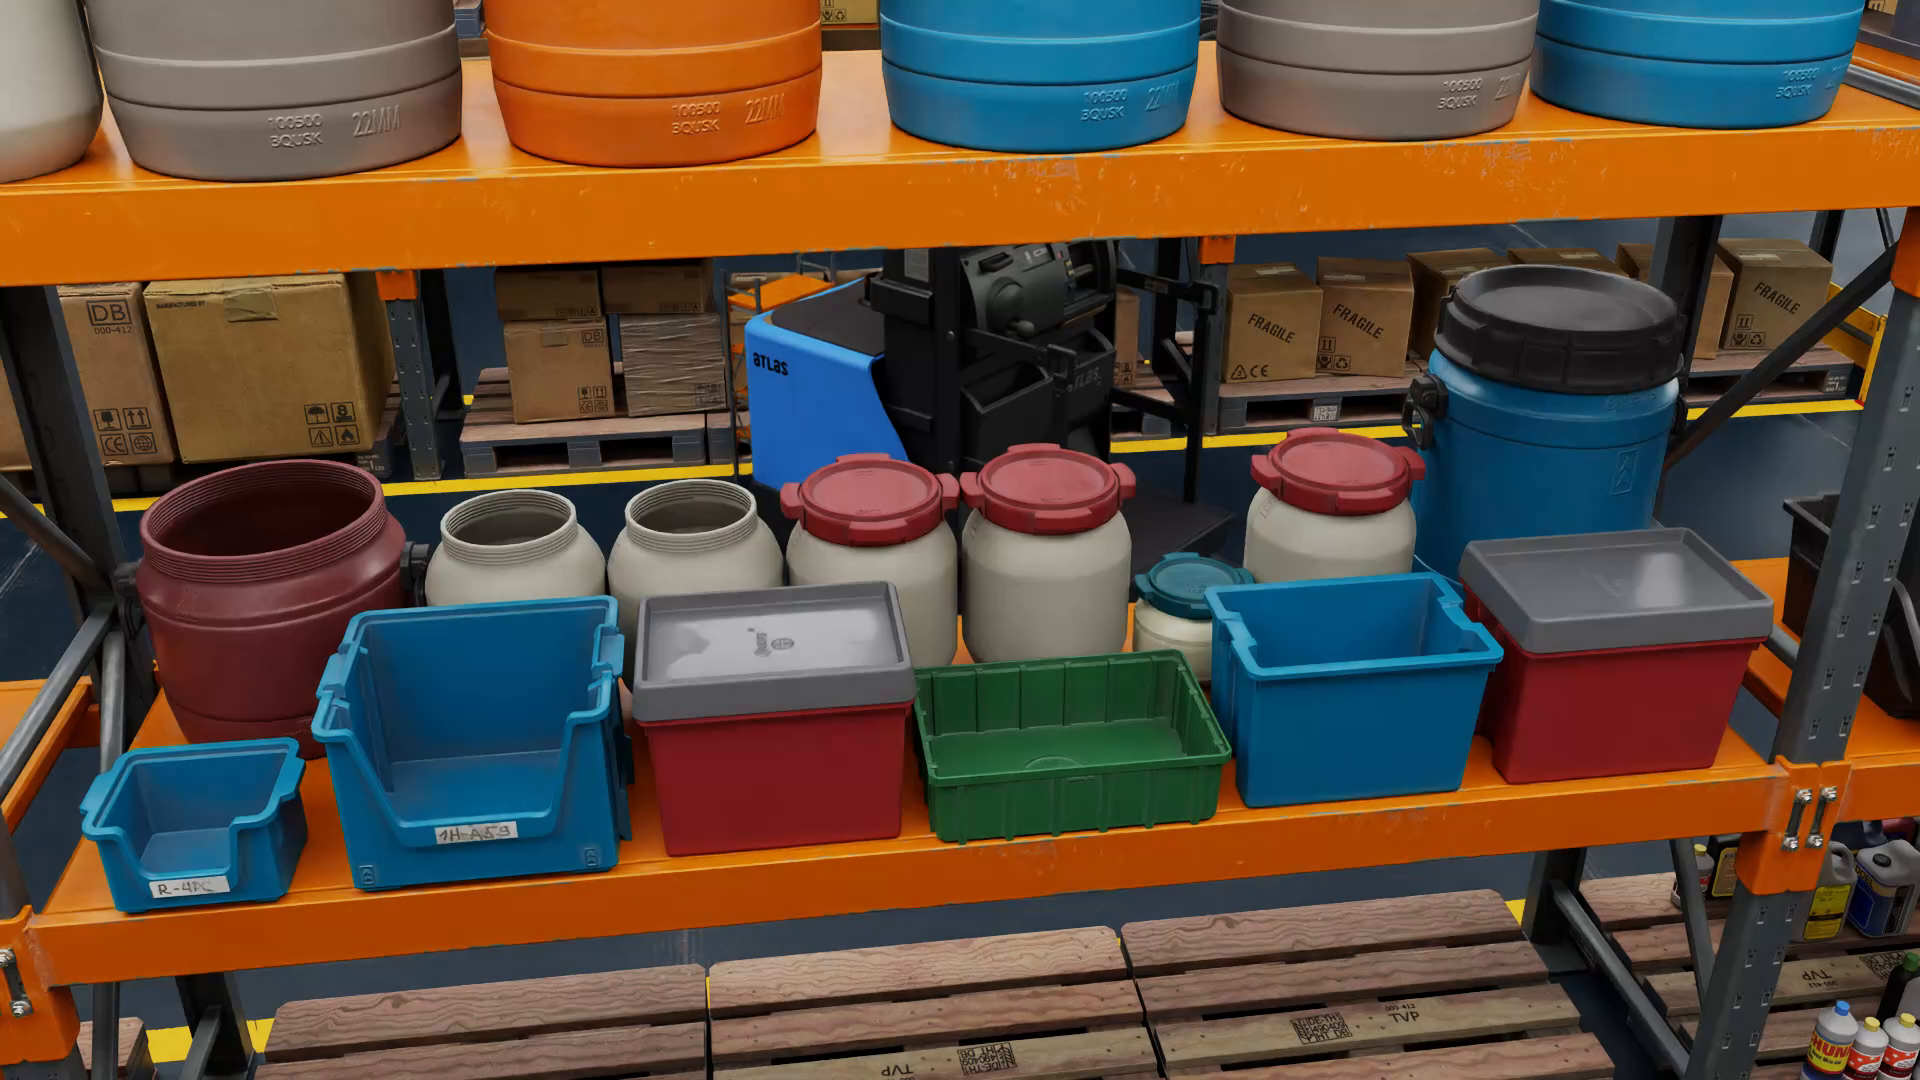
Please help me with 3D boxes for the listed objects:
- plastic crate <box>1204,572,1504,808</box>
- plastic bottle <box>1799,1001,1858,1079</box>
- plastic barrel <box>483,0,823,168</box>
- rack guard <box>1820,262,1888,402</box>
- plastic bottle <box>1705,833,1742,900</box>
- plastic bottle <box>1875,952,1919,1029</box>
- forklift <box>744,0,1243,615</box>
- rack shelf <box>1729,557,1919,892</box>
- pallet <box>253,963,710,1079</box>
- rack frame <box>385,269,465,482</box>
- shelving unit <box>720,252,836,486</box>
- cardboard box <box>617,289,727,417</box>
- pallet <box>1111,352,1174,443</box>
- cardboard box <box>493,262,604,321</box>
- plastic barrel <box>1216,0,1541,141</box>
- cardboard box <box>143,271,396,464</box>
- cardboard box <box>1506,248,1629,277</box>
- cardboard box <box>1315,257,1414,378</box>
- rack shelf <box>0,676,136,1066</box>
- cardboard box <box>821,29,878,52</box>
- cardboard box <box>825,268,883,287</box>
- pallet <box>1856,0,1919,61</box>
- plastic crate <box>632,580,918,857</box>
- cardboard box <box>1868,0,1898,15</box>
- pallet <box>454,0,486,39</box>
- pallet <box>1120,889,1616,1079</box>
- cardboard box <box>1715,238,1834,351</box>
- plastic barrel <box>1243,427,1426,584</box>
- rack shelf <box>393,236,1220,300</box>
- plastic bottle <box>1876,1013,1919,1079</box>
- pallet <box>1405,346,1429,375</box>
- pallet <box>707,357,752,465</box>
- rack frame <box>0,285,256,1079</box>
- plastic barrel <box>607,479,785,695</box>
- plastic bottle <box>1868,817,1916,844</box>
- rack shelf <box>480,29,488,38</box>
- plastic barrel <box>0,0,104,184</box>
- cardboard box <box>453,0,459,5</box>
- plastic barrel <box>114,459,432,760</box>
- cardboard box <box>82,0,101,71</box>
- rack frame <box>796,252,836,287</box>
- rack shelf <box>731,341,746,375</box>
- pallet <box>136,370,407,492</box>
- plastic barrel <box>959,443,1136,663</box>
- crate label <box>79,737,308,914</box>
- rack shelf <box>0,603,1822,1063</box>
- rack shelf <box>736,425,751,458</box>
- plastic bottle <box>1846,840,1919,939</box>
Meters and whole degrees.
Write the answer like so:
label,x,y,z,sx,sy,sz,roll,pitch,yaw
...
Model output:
label,x,y,z,sx,sy,sz,roll,pitch,yaw
plastic crate,0.869,0.351,3.798,0.575,0.384,0.392,-4,27,-7
plastic bottle,2.295,1.329,4.381,0.097,0.271,0.097,0,27,0
plastic barrel,-0.552,-1.134,2.919,0.708,0.830,0.600,-4,27,-7
rack guard,5.114,-1.244,9.626,0.348,0.500,1.175,-4,27,-7
plastic bottle,2.348,0.966,5.075,0.133,0.283,0.061,-2,27,-5
plastic bottle,2.596,1.242,4.536,0.133,0.283,0.061,-4,27,-7
forklift,0.490,-1.054,6.594,3.031,2.935,1.130,21,34,35
rack shelf,3.899,0.326,4.618,4.000,0.370,1.077,-4,27,-7
pallet,-1.270,1.596,4.408,1.213,0.211,1.003,-4,27,-7
rack frame,-2.733,-1.852,8.073,0.127,3.000,1.000,-4,27,-7
shelving unit,-0.831,-0.743,7.884,0.258,1.200,0.503,21,34,34
cardboard box,-1.525,-1.028,8.724,0.500,0.500,0.700,-6,28,-11
pallet,0.457,-0.815,9.108,1.213,0.211,1.003,-4,27,-7
cardboard box,-2.074,-1.325,8.482,0.500,0.250,0.500,-3,27,-5
plastic barrel,0.797,-1.253,3.071,0.600,0.901,0.600,0,27,0
cardboard box,-3.419,-1.059,8.395,0.875,0.875,1.225,-5,28,-10
cardboard box,3.359,-1.319,9.312,0.500,0.500,0.500,-1,27,-2
cardboard box,2.196,-1.228,9.136,0.500,0.500,0.500,5,28,9
rack shelf,-4.023,0.834,3.626,4.000,0.370,1.077,-4,27,-7
cardboard box,-0.476,-2.187,8.154,0.637,0.503,0.797,-1,27,-2
cardboard box,-0.412,-1.103,8.870,0.500,0.500,0.700,-6,28,-12
pallet,2.619,-1.208,3.739,1.003,0.211,1.213,-4,27,-7
plastic crate,-0.400,0.394,3.626,0.583,0.464,0.402,-4,27,-7
cardboard box,4.679,-2.836,8.460,0.500,0.500,0.500,-4,27,-7
pallet,-4.015,-3.922,12.317,1.003,0.211,1.213,-4,27,-7
pallet,1.146,1.441,4.711,1.213,0.211,1.003,-4,27,-7
cardboard box,4.568,-1.403,9.477,0.500,0.500,0.500,1,27,2
plastic barrel,0.940,0.034,4.249,0.433,0.535,0.433,0,27,0
rack shelf,-0.752,-1.659,8.486,4.000,0.370,1.077,-4,27,-7
plastic bottle,2.496,1.347,4.422,0.097,0.201,0.097,0,27,0
pallet,3.099,-1.003,9.474,1.213,0.211,1.003,-4,27,-7
pallet,-0.753,-0.736,8.954,1.213,0.211,1.003,-4,27,-7
rack frame,-2.043,0.387,3.710,0.127,3.000,1.000,-4,27,-7
plastic barrel,-0.637,0.149,4.052,0.421,0.512,0.421,0,27,0
plastic bottle,2.861,0.933,5.140,0.133,0.283,0.061,-2,27,-4
rack shelf,-5.304,-3.653,12.372,4.000,0.370,1.077,-4,27,-7
plastic barrel,-1.693,-0.878,2.768,0.421,0.512,0.421,0,27,0
cardboard box,-3.748,-3.936,11.951,0.250,0.149,0.380,-3,27,-6
plastic barrel,-1.626,0.160,4.003,0.708,0.536,0.600,-4,27,-7
cardboard box,-4.105,-2.263,7.667,0.637,0.503,0.797,-3,27,-6
rack frame,-0.677,-0.829,8.052,0.240,1.200,0.015,21,34,34
rack shelf,-0.831,-0.882,7.813,0.258,0.148,0.480,21,34,34
pallet,-3.524,-0.595,8.679,1.213,0.211,1.003,-4,27,-7
plastic barrel,0.214,0.081,4.158,0.433,0.535,0.433,0,27,0
crate label,-1.574,0.604,3.470,0.416,0.233,0.303,-4,27,-7
rack shelf,-0.062,0.580,4.122,4.000,0.370,1.077,-4,27,-7
rack shelf,-0.831,-0.507,8.006,0.258,0.148,0.480,21,34,34
plastic bottle,2.751,1.031,4.957,0.135,0.276,0.152,-4,27,-7
